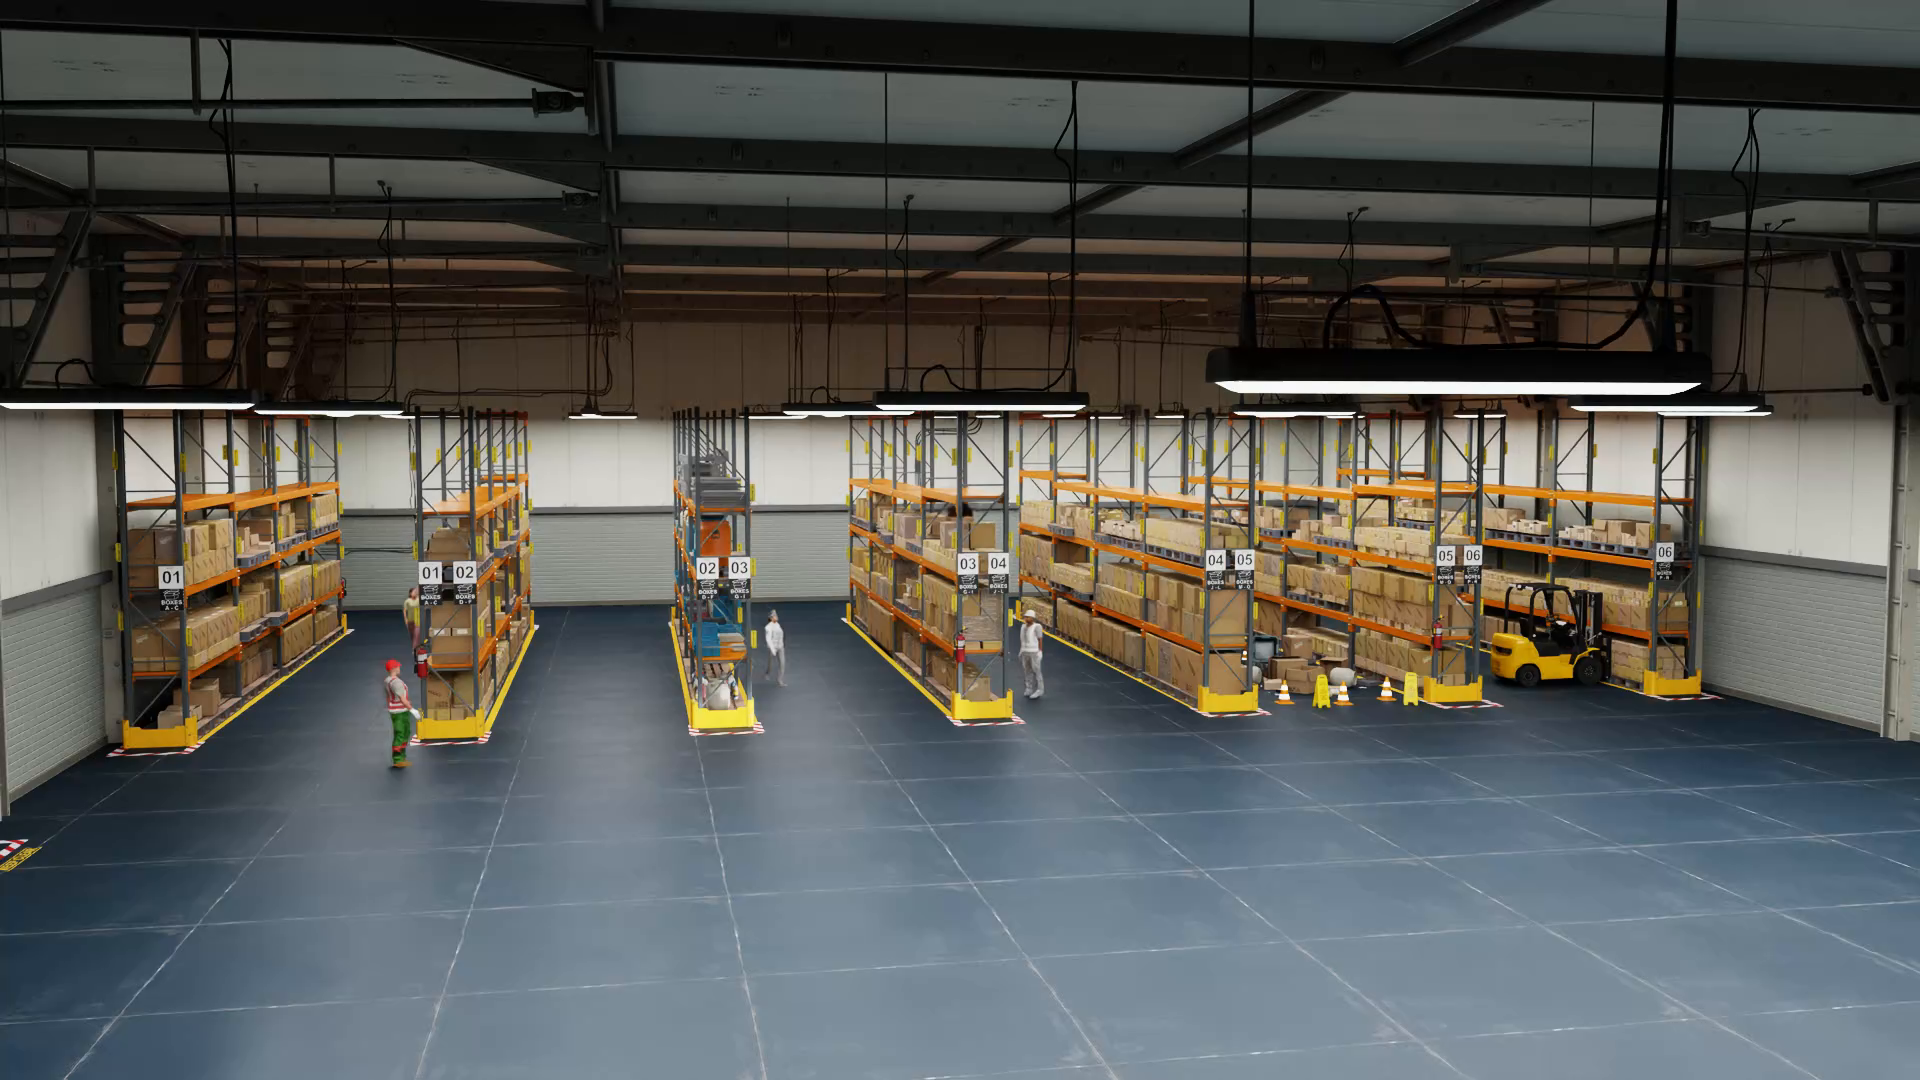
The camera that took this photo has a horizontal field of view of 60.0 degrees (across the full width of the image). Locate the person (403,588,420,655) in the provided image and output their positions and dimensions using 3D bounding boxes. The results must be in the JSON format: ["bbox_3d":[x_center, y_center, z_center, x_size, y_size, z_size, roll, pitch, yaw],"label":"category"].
[{"bbox_3d":[-13.486,1.988,40.976,0.416,1.621,1.024,0,4,-1],"label":"person"}]

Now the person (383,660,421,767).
[{"bbox_3d":[-9.250,2.879,27.631,0.632,1.817,0.610,-1,4,-9],"label":"person"}]

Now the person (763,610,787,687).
[{"bbox_3d":[-4.029,2.332,36.046,0.449,1.644,0.908,-2,4,-24],"label":"person"}]

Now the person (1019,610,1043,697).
[{"bbox_3d":[1.460,2.358,34.715,0.631,1.788,0.418,4,5,42],"label":"person"}]

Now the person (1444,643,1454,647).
[{"bbox_3d":[11.310,2.111,38.488,0.445,1.777,0.596,2,4,23],"label":"person"}]
